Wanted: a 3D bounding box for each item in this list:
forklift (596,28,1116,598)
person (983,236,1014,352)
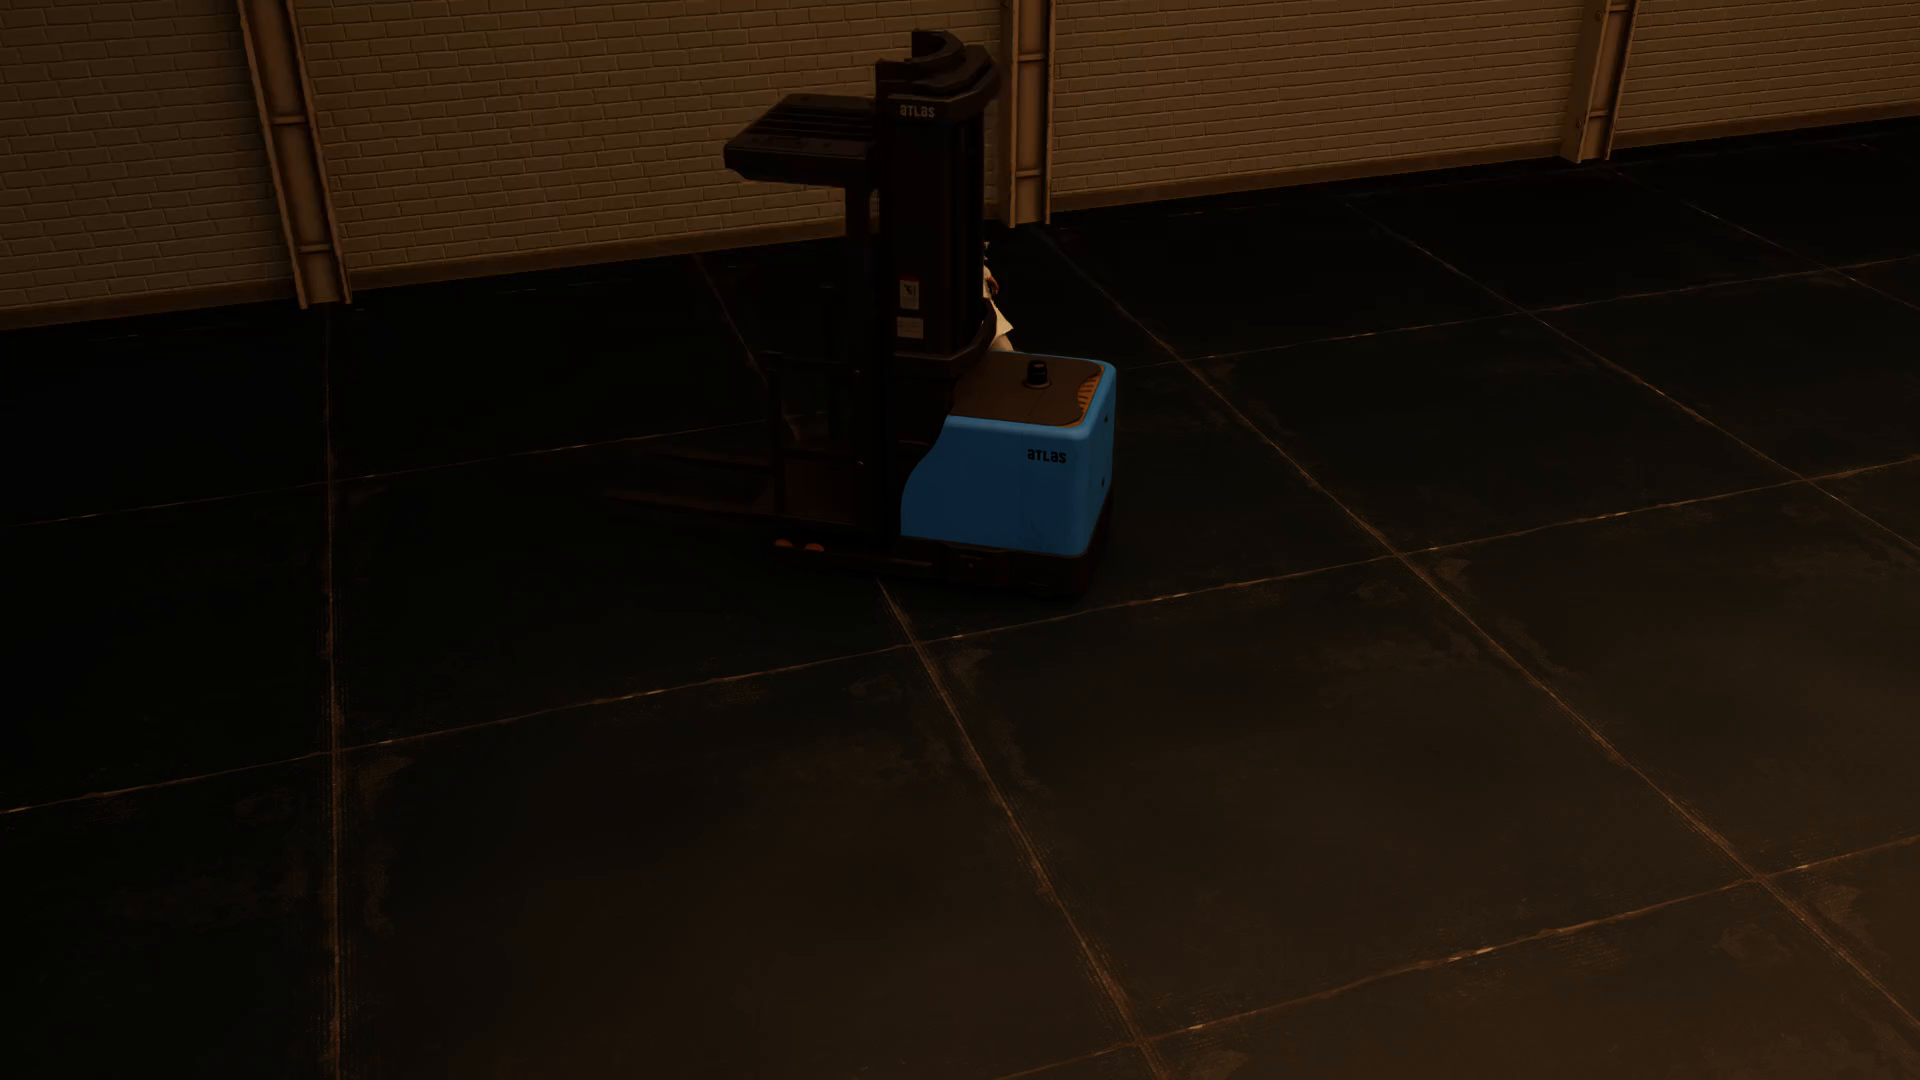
[{"bbox_3d":[-0.652,-1.330,9.398,3.031,2.935,1.130,7,31,12],"label":"forklift"},{"bbox_3d":[0.071,-1.595,11.159,0.617,1.663,0.977,1,30,2],"label":"person"}]
